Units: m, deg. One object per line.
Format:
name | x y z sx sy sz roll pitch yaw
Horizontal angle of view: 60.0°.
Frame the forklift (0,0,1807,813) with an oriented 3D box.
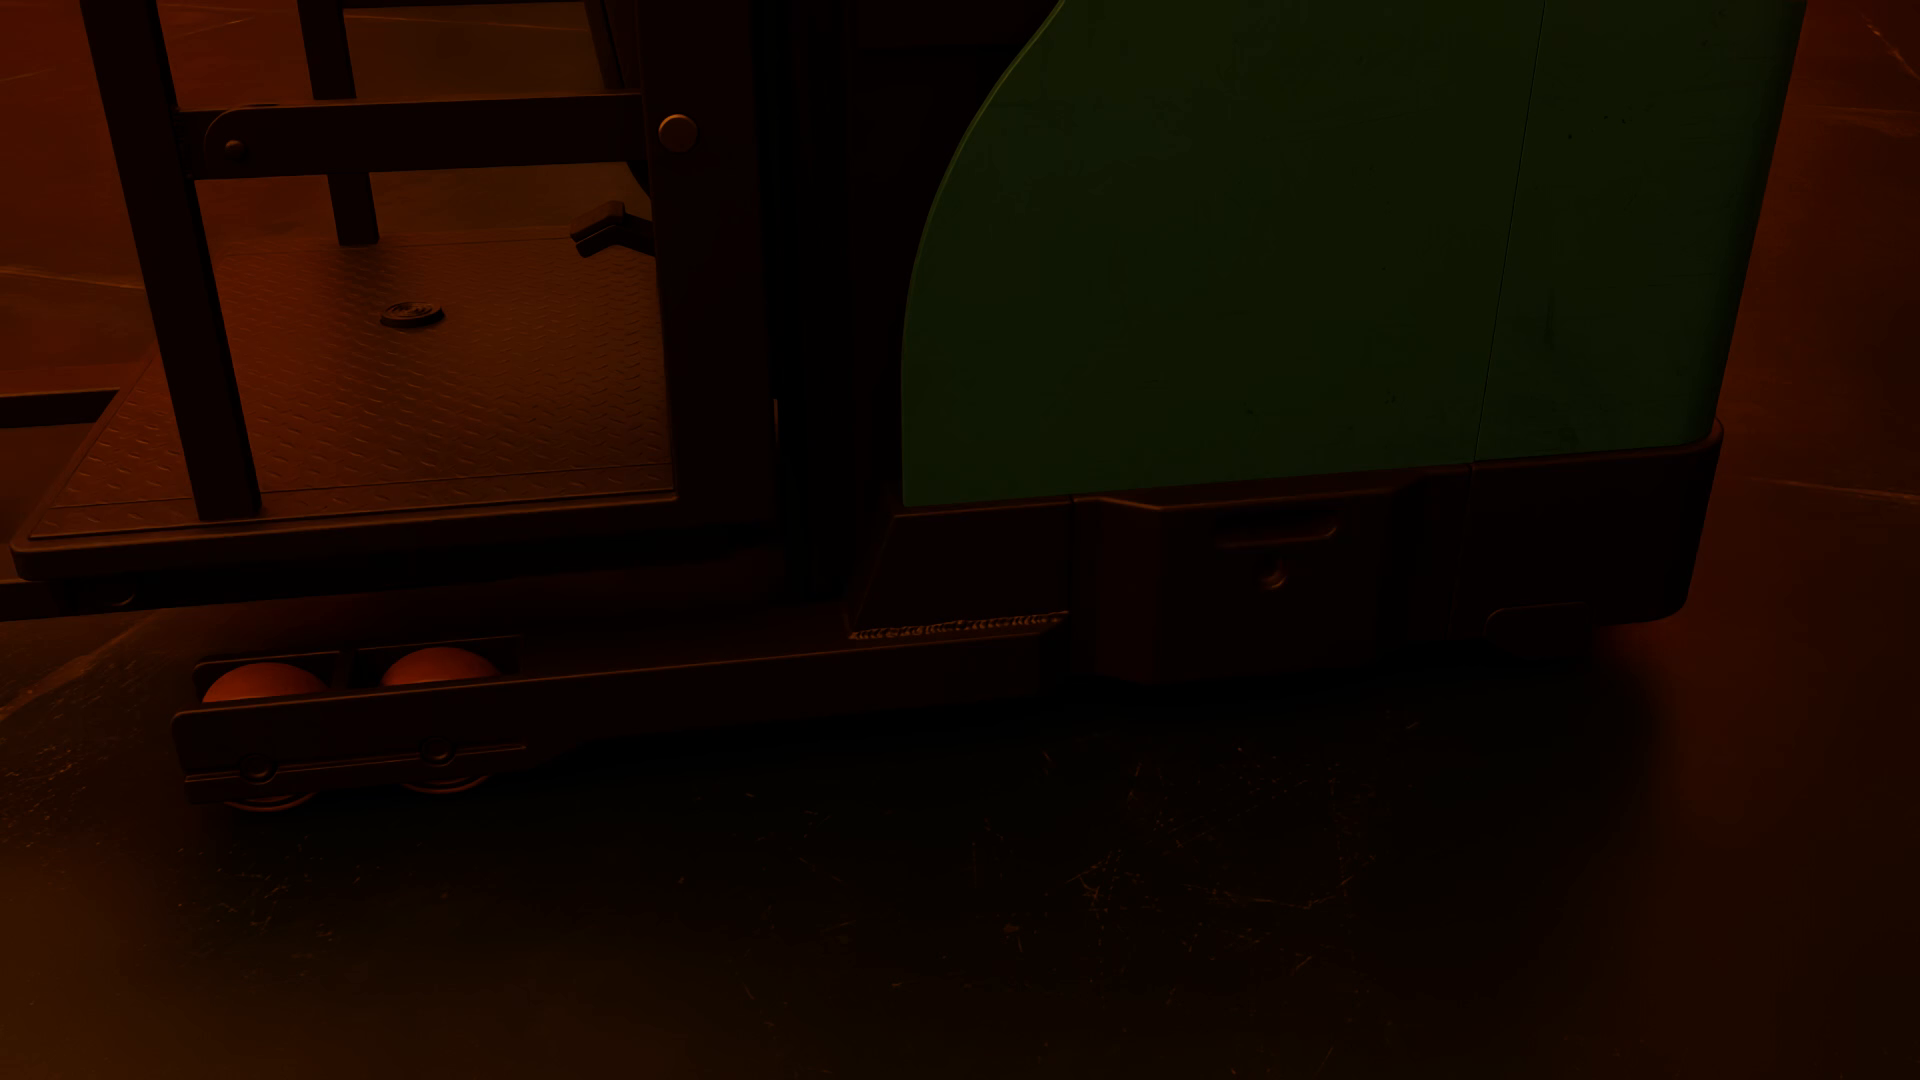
forklift | -0.601 -1.256 1.737 3.031 2.935 1.130 -5 27 -9
